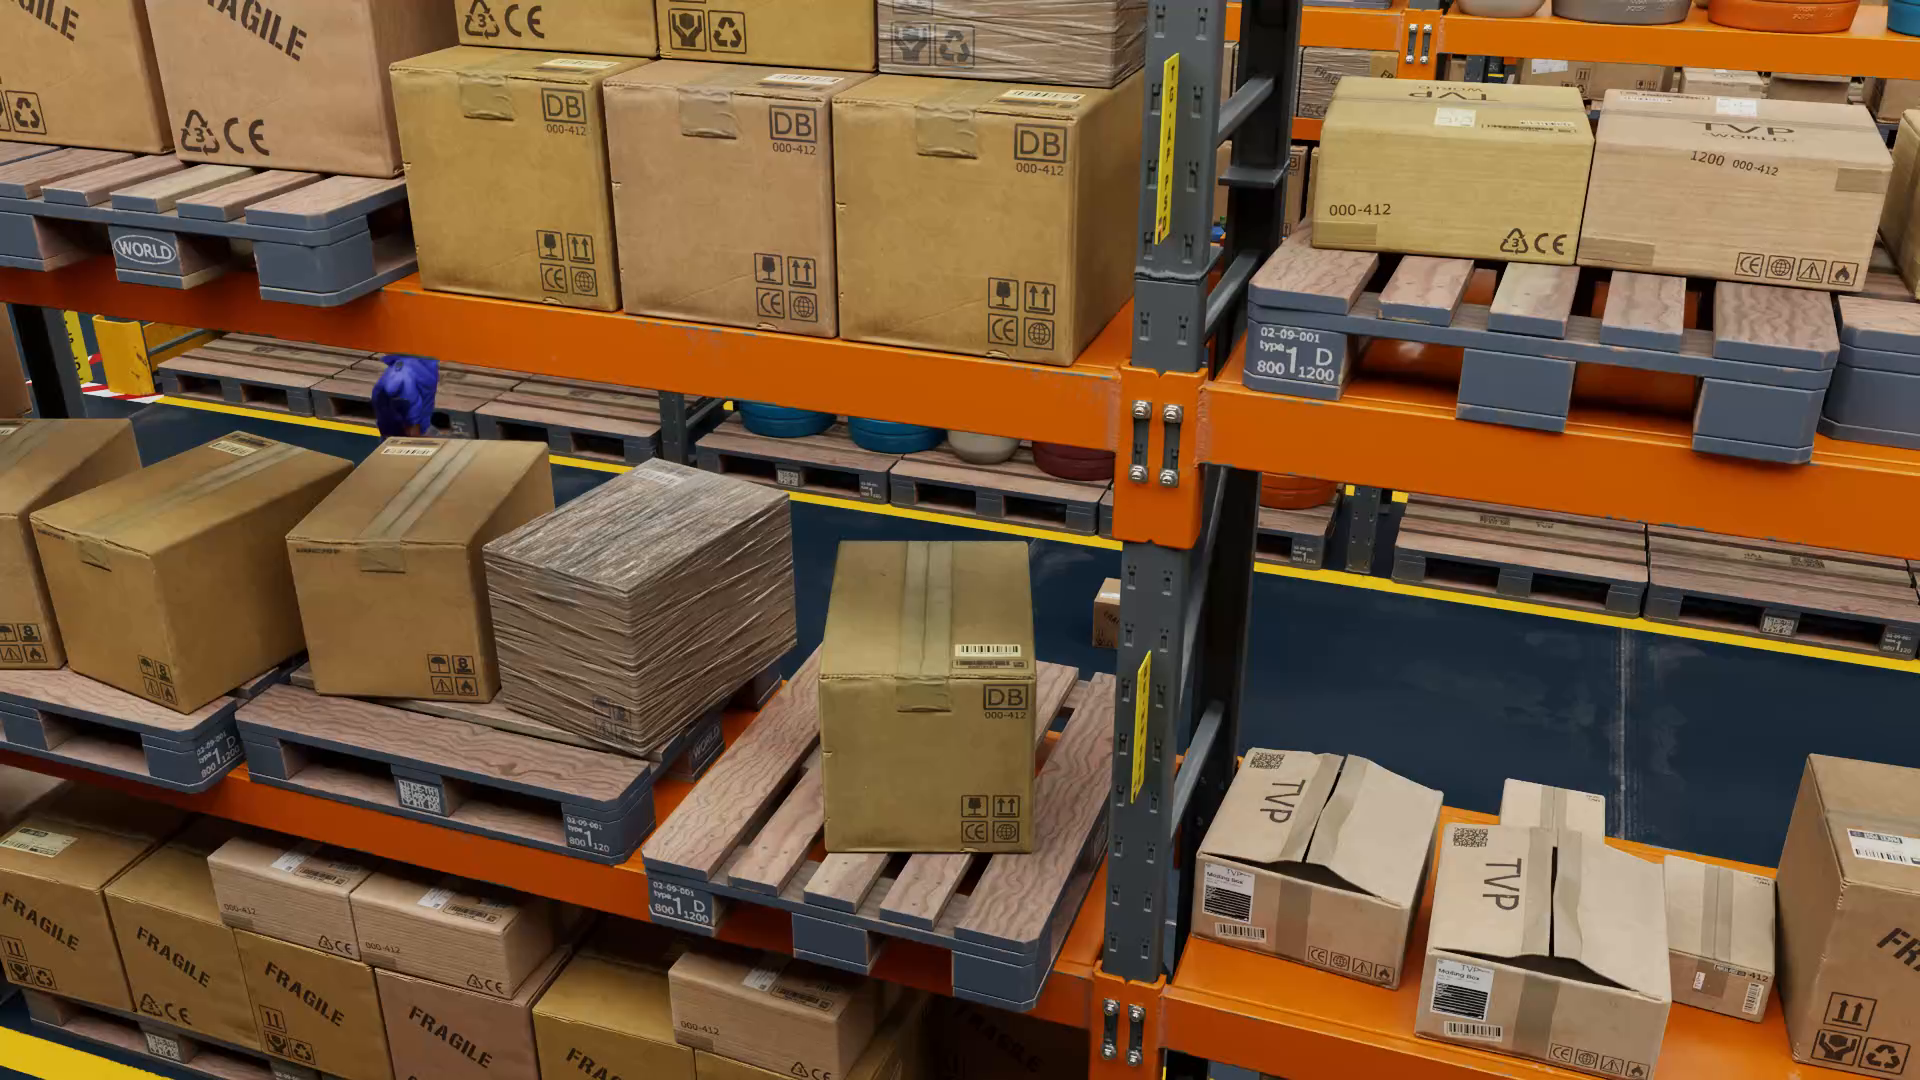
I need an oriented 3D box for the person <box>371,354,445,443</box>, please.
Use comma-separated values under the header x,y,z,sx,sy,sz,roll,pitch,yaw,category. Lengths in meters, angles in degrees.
x,y,z,sx,sy,sz,roll,pitch,yaw,category
-2.574,-0.371,7.875,0.978,1.604,0.465,4,26,8,person
